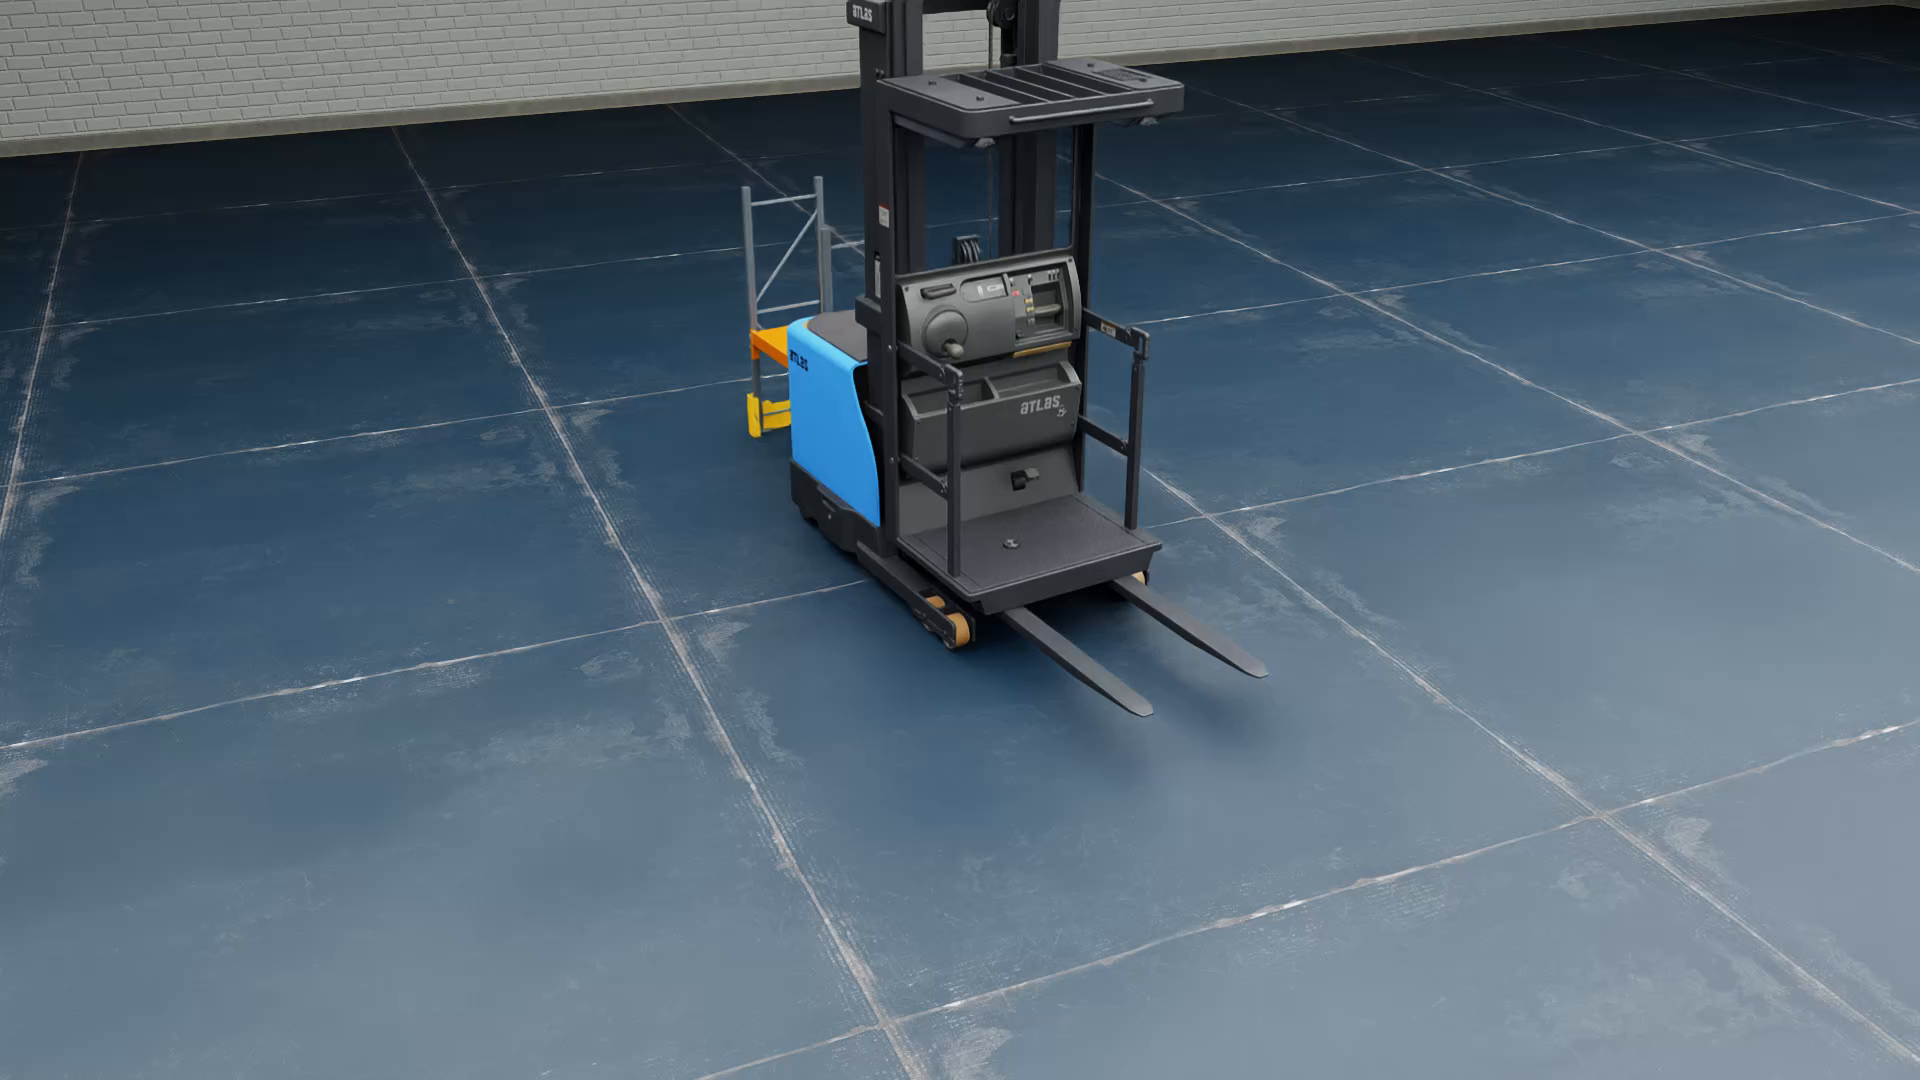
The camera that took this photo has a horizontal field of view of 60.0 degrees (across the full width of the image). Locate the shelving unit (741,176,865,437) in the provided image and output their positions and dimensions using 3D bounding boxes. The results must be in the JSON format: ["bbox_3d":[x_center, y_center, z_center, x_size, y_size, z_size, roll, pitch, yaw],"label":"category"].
[{"bbox_3d":[-0.757,-1.184,9.466,0.587,1.500,1.083,-14,30,-27],"label":"shelving unit"}]

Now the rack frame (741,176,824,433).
[{"bbox_3d":[-1.020,-1.380,9.867,0.500,1.500,0.032,-14,30,-27],"label":"rack frame"}]

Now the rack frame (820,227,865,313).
[{"bbox_3d":[-0.504,-0.995,9.079,0.500,1.500,0.032,-14,30,-27],"label":"rack frame"}]

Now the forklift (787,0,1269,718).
[{"bbox_3d":[0.264,-1.044,7.547,1.130,2.935,3.031,-14,30,-27],"label":"forklift"}]

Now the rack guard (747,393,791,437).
[{"bbox_3d":[-1.010,-0.811,10.126,0.587,0.250,0.087,-14,30,-27],"label":"rack guard"}]

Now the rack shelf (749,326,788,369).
[{"bbox_3d":[-0.762,-1.026,9.552,0.538,0.185,1.000,-14,30,-27],"label":"rack shelf"}]
